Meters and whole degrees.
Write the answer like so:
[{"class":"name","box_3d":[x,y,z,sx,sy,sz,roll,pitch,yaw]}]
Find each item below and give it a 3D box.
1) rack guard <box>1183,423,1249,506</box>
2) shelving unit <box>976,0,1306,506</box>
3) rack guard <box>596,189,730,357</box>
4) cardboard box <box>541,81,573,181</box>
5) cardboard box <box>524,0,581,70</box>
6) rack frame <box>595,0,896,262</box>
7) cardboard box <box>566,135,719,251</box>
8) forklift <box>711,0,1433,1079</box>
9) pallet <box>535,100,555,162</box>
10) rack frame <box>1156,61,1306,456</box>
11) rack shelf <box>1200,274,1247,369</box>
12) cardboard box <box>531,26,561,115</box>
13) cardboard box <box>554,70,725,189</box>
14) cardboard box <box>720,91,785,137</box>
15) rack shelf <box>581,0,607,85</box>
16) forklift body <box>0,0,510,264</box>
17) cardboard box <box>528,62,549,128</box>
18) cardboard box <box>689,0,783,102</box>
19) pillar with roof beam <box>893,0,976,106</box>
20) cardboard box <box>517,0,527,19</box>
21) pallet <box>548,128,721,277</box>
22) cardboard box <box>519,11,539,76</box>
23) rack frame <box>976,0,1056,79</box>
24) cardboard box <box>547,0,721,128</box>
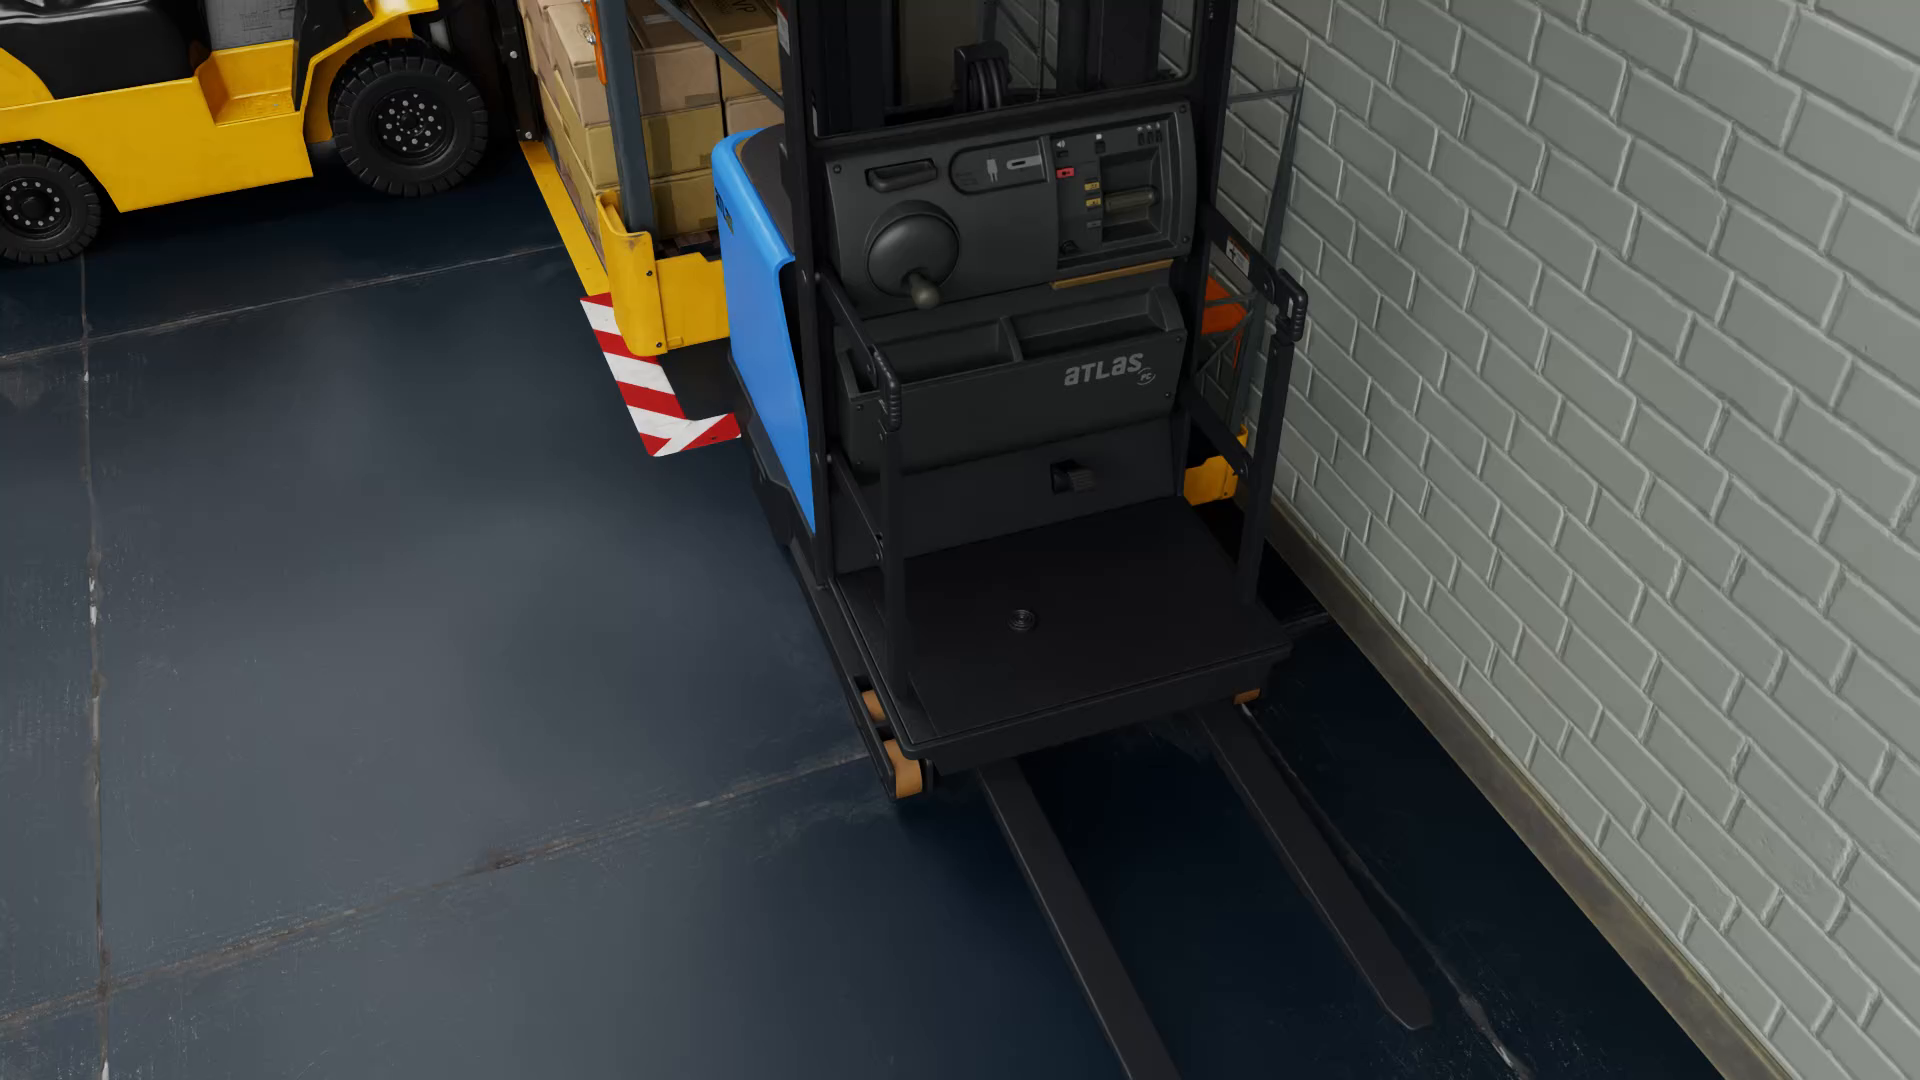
[{"class":"rack guard","box_3d":[0.622,-0.202,5.223,0.587,0.250,0.087,-13,43,-21]},{"class":"shelving unit","box_3d":[0.461,-0.983,5.165,0.587,1.500,1.083,-13,43,-21]},{"class":"rack guard","box_3d":[-0.704,-1.089,6.133,1.175,0.500,0.348,-15,43,-17]},{"class":"cardboard box","box_3d":[-1.366,-1.674,6.683,0.500,0.250,0.500,-15,43,-17]},{"class":"cardboard box","box_3d":[-1.378,-2.053,6.357,0.500,0.250,0.500,-14,43,-16]},{"class":"rack frame","box_3d":[-0.713,-2.052,5.335,1.000,3.000,0.127,-15,43,-17]},{"class":"cardboard box","box_3d":[-1.185,-1.373,6.332,0.500,0.250,0.500,-15,43,-17]},{"class":"forklift","box_3d":[0.214,-0.730,3.850,1.130,2.935,3.031,-13,42,-15]},{"class":"pallet","box_3d":[-1.507,-2.178,7.621,1.003,0.211,1.213,-15,43,-17]},{"class":"rack frame","box_3d":[0.675,-0.671,4.812,0.500,1.500,0.032,-13,43,-21]},{"class":"rack shelf","box_3d":[0.452,-0.839,5.273,0.538,0.185,1.000,-13,43,-21]},{"class":"cardboard box","box_3d":[-1.370,-1.878,6.537,0.500,0.250,0.500,-16,43,-17]},{"class":"cardboard box","box_3d":[-1.188,-1.573,6.182,0.500,0.250,0.500,-16,43,-17]},{"class":"cardboard box","box_3d":[-0.701,-1.693,6.321,0.500,0.250,0.500,-14,43,-16]},{"class":"rack shelf","box_3d":[-1.478,-2.984,6.971,1.077,0.370,4.000,-15,43,-17]},{"class":"forklift body","box_3d":[-3.124,-2.417,6.411,2.313,2.155,1.214,-15,43,-17]},{"class":"cardboard box","box_3d":[-1.549,-1.978,7.036,0.500,0.250,0.500,-15,43,-16]},{"class":"cardboard box","box_3d":[-0.722,-1.884,6.160,0.500,0.250,0.500,-16,43,-18]},{"class":"pillar with roof beam","box_3d":[-4.124,-3.897,2.879,9.100,9.000,0.400,-15,43,-17]},{"class":"cardboard box","box_3d":[-1.581,-2.355,6.707,0.500,0.250,0.500,-15,43,-16]},{"class":"pallet","box_3d":[-1.044,-1.445,6.768,1.003,0.211,1.213,-15,43,-17]},{"class":"cardboard box","box_3d":[-1.587,-2.184,6.892,0.500,0.250,0.500,-16,43,-18]},{"class":"rack frame","box_3d":[0.254,-1.284,5.505,0.500,1.500,0.032,-13,43,-21]},{"class":"cardboard box","box_3d":[-1.177,-1.747,6.001,0.500,0.250,0.500,-14,43,-15]}]
